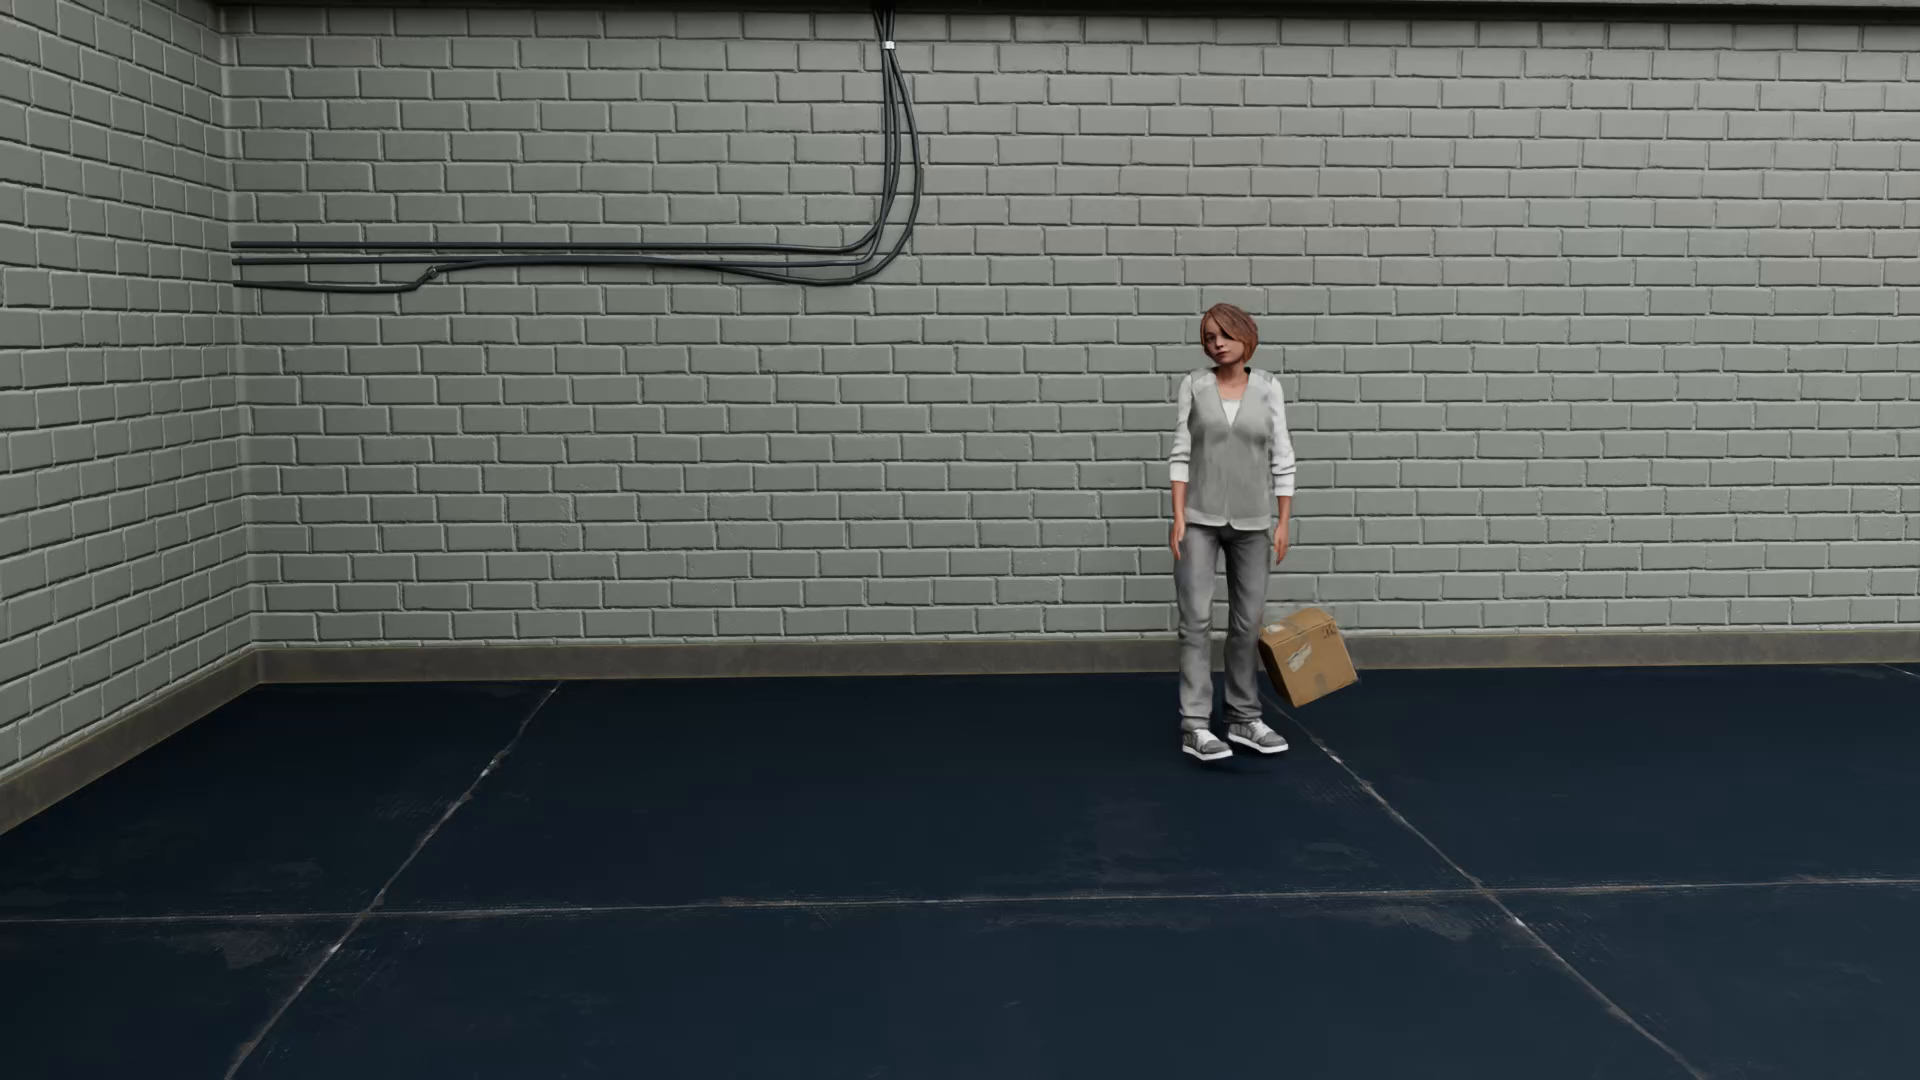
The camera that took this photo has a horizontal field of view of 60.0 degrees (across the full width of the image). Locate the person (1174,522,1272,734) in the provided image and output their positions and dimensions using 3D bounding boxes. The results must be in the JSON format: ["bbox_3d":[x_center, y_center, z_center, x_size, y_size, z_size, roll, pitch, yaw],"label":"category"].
[{"bbox_3d":[0.934,0.266,5.930,0.354,0.858,0.351,0,7,-1],"label":"person"}]
